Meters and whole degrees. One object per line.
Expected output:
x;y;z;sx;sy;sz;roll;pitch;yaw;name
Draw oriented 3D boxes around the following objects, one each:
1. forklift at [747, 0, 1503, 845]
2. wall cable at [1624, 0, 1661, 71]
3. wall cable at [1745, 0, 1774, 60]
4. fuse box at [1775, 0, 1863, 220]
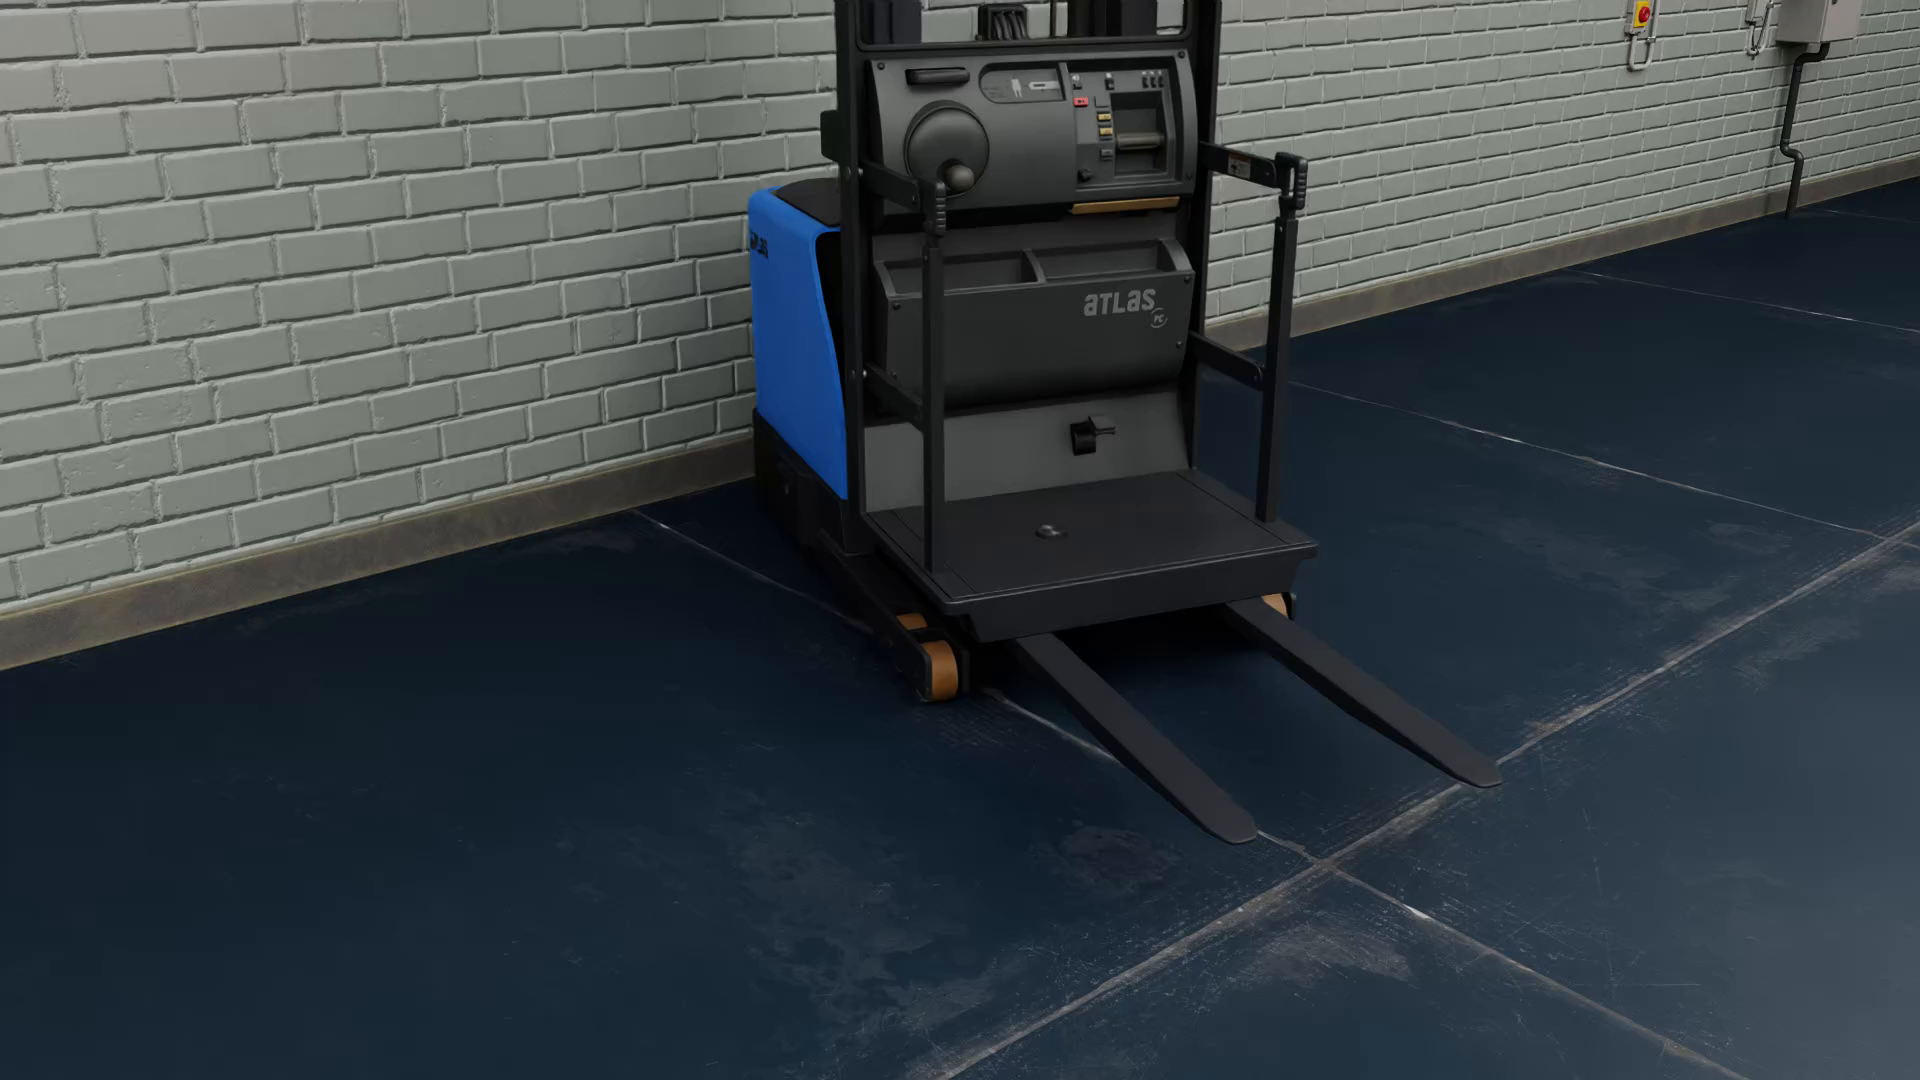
0.294;-1.108;4.295;1.130;2.935;3.031;-8;23;-20;forklift
3.746;-3.513;8.905;0.585;1.953;0.123;-17;27;-37;wall cable
4.813;-3.840;9.781;0.588;1.984;0.122;-17;27;-37;wall cable
5.433;-2.886;10.505;0.539;1.711;0.414;-17;27;-37;fuse box
